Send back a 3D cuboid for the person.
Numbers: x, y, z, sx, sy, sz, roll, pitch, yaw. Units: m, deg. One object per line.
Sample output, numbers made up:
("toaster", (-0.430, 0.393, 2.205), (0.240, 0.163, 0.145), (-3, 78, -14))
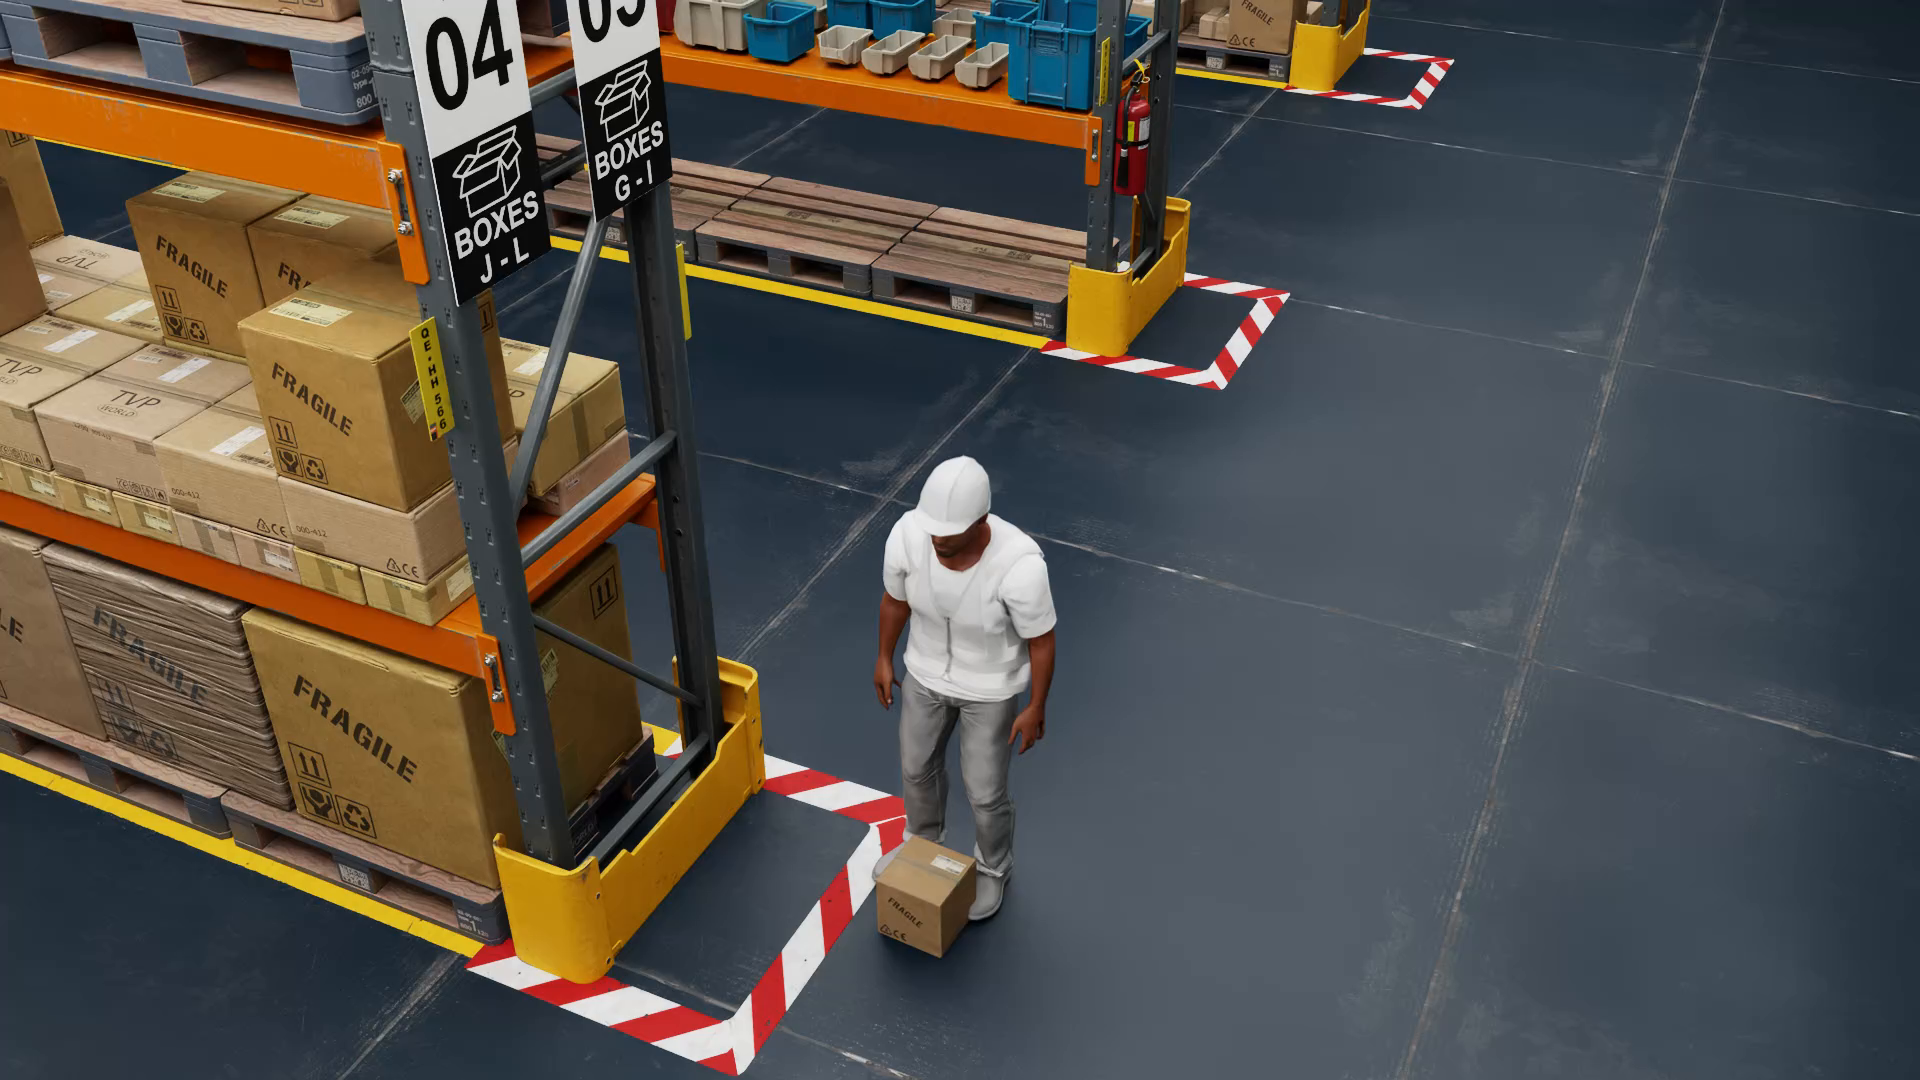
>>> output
("person", (-0.002, 0.470, 5.416), (0.622, 1.759, 0.462), (16, 37, 23))
